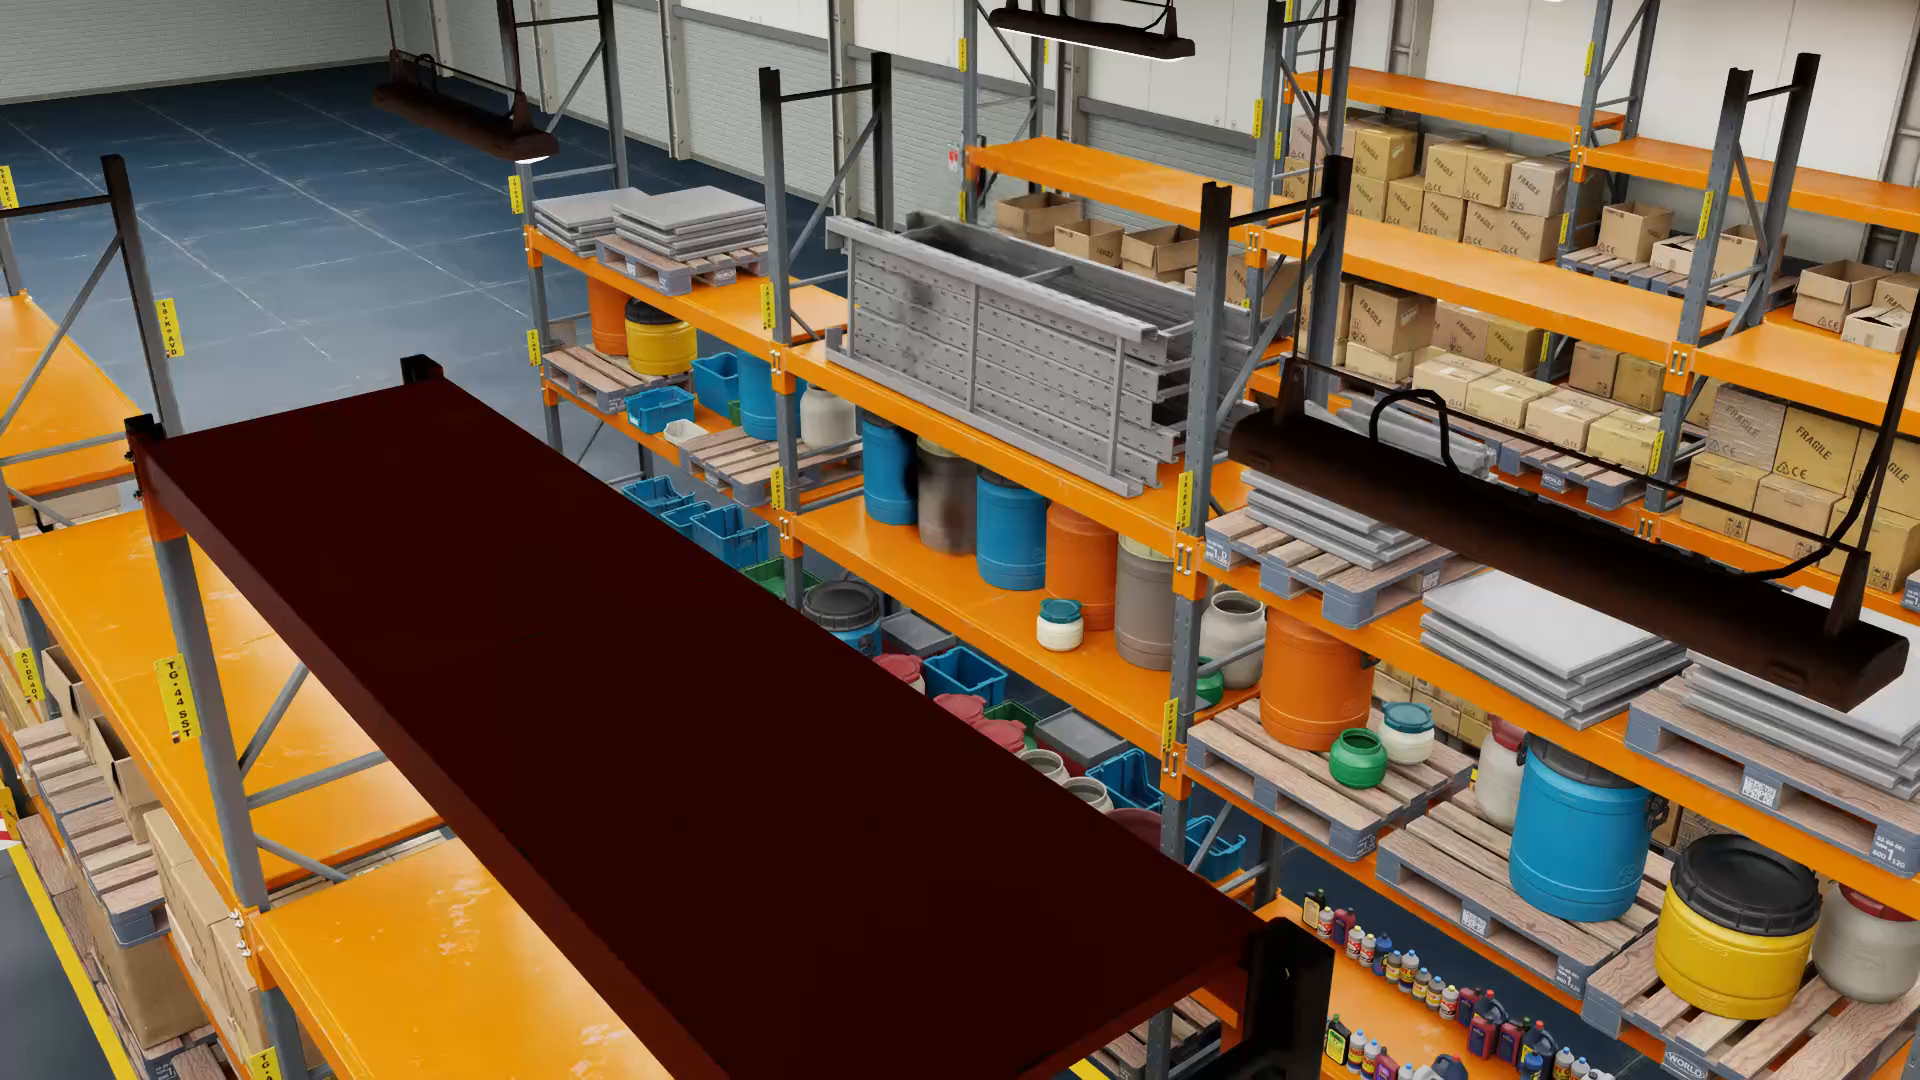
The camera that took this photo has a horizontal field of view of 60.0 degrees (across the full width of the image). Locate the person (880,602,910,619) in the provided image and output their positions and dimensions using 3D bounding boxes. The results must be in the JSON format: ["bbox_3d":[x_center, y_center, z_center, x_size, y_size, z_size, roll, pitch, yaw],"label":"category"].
[{"bbox_3d":[-0.598,0.115,15.944,0.879,1.799,0.653,21,33,36],"label":"person"}]
